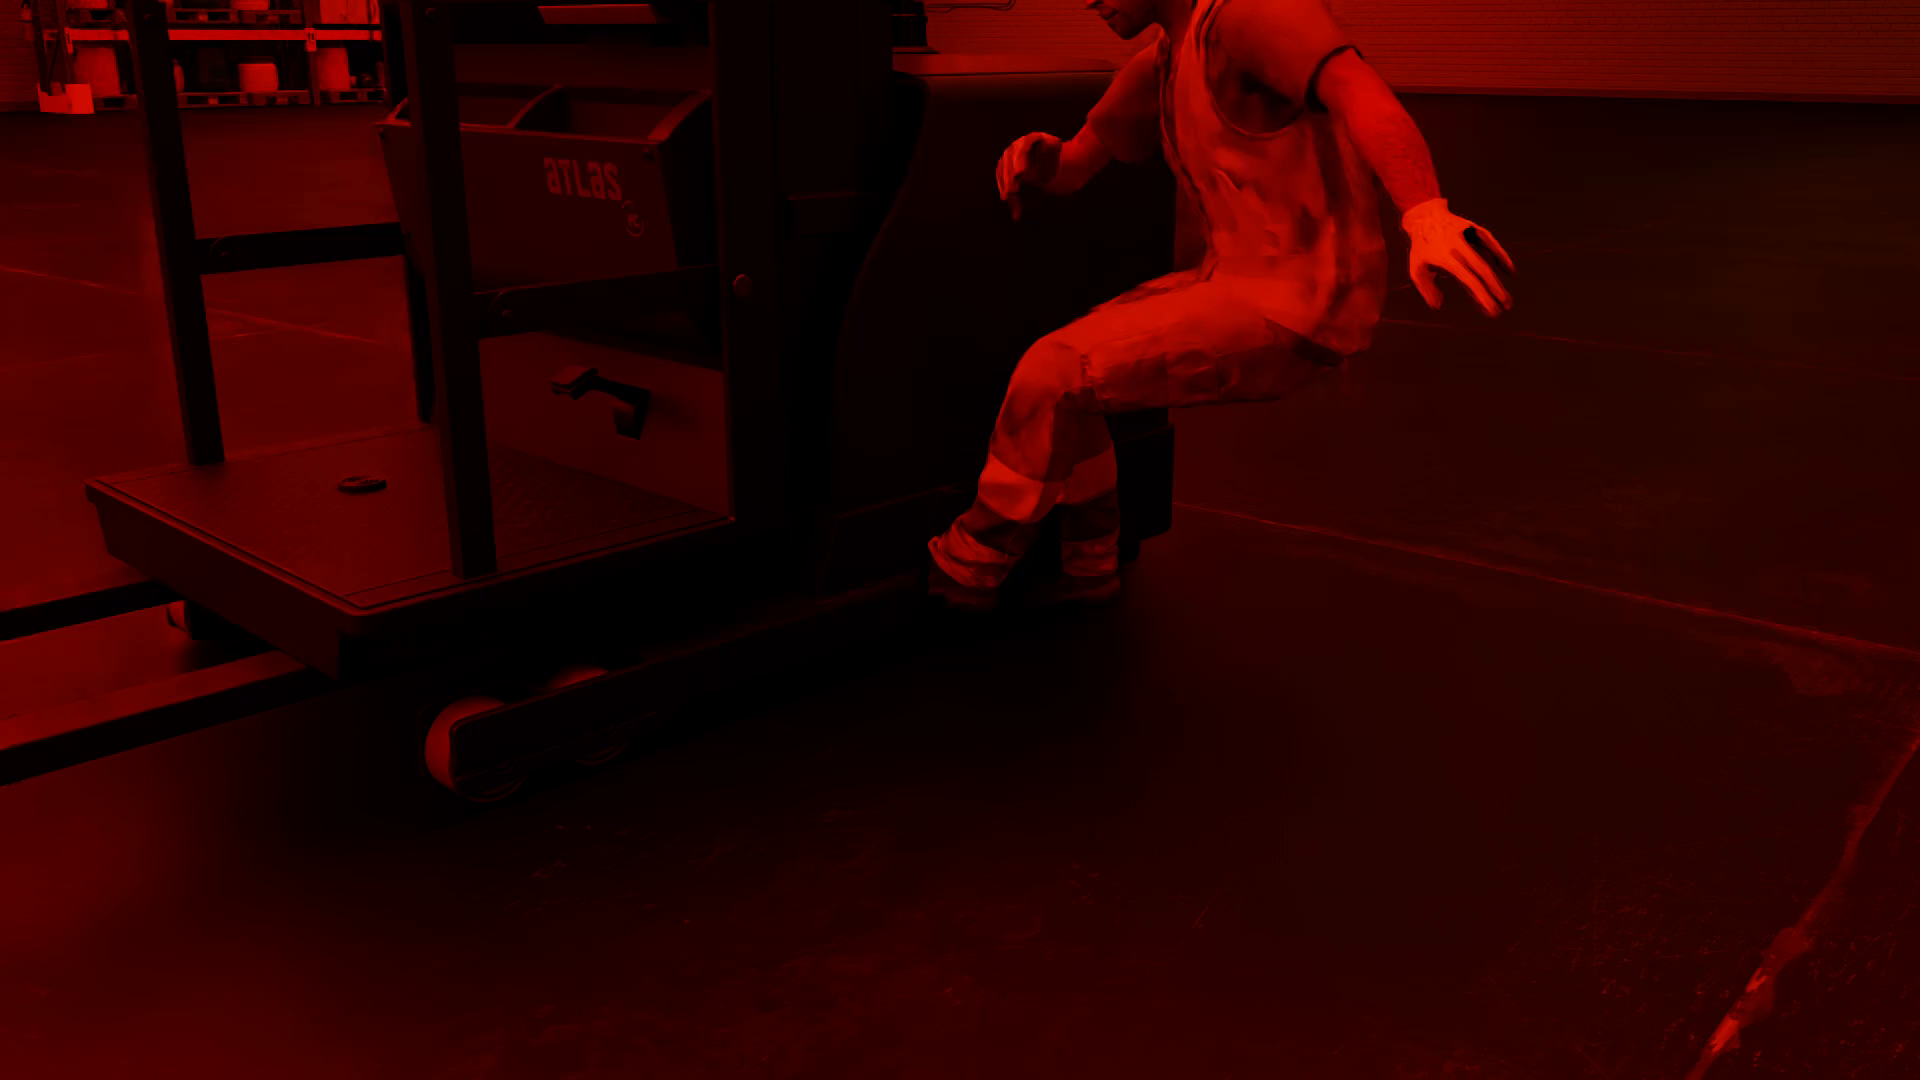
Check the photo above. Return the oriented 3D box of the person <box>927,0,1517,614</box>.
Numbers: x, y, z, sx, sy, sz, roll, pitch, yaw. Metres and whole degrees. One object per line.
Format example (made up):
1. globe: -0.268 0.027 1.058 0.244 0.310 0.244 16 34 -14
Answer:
1. person: 0.299 -0.413 2.908 0.970 1.480 1.084 -1 17 -4

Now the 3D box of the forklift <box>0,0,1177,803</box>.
1. forklift: -0.907 -1.161 2.719 1.130 2.935 3.031 16 23 42
